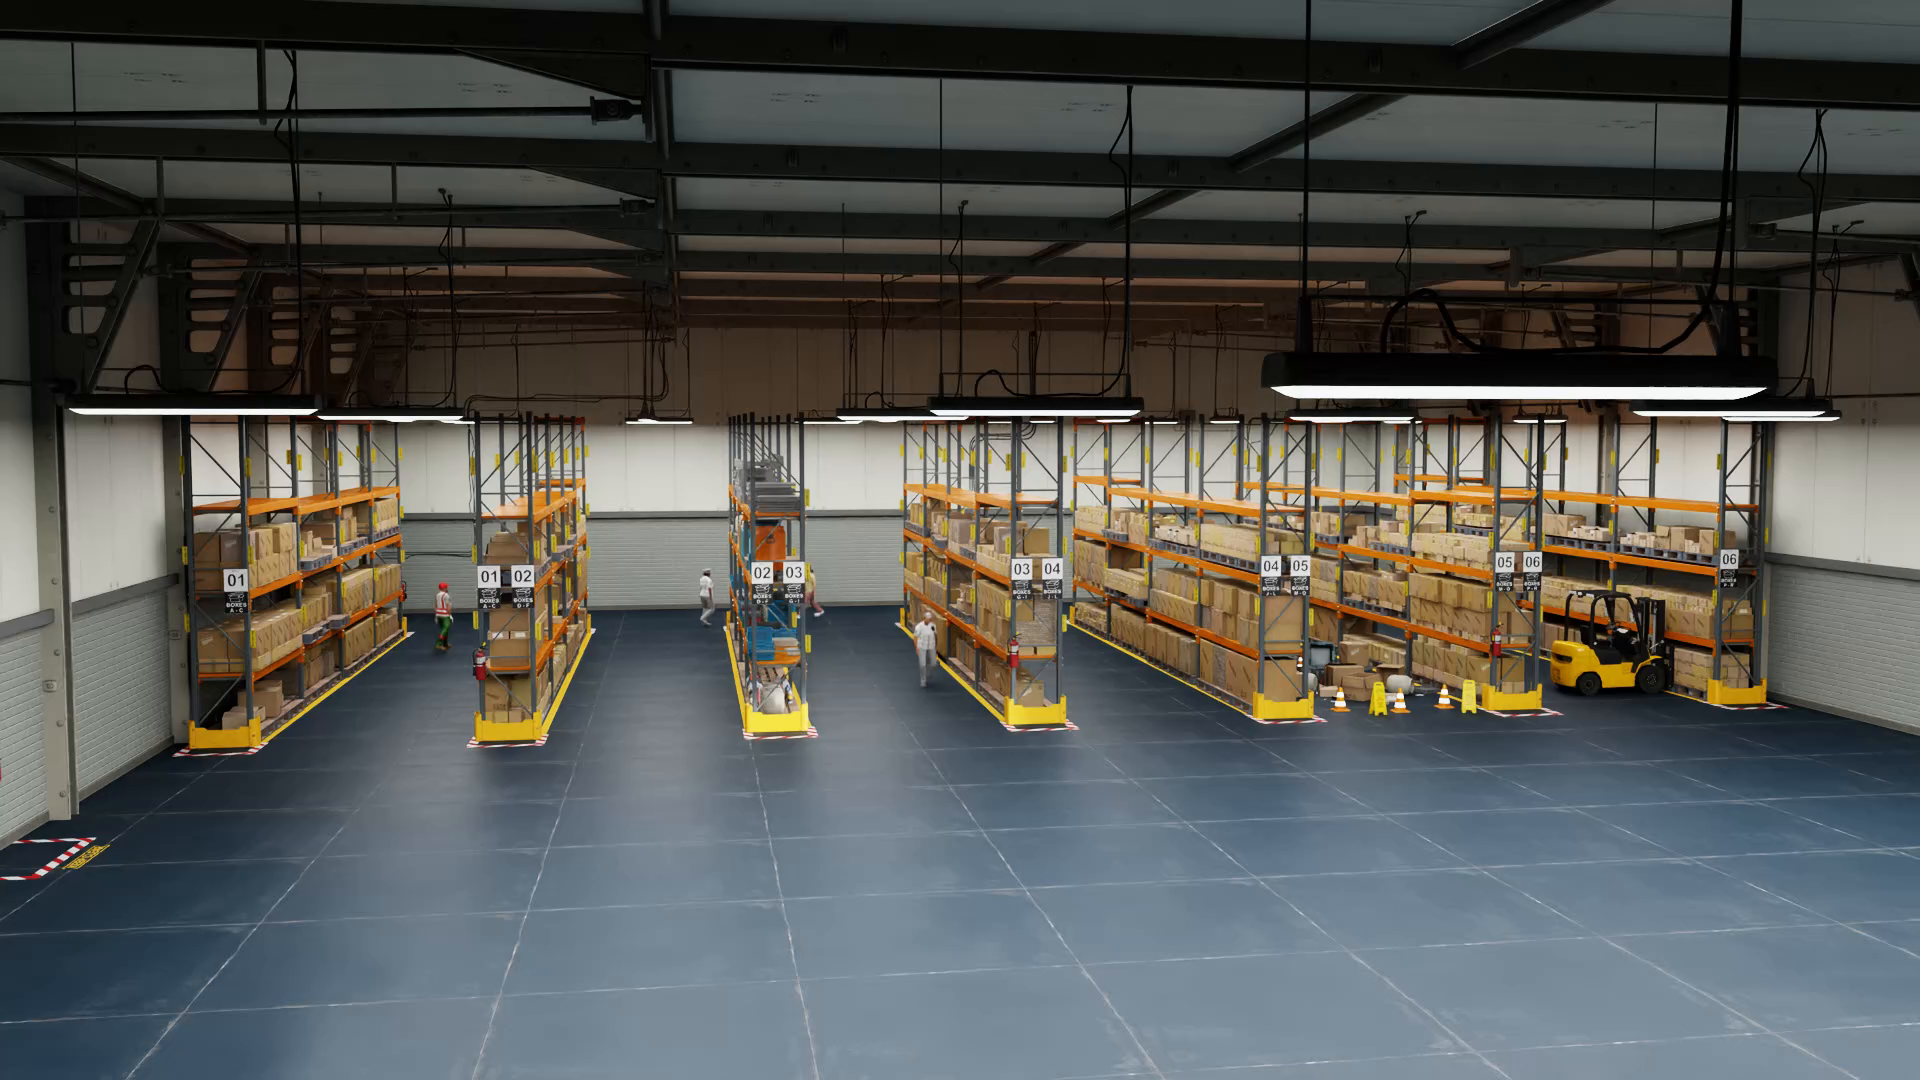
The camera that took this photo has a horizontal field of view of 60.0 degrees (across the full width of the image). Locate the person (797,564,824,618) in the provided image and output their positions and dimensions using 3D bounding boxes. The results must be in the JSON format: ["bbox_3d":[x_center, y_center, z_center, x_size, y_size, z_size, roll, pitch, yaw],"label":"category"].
[{"bbox_3d":[-4.507,1.531,49.724,0.983,1.635,0.475,-3,5,-35],"label":"person"}]

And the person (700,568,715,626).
[{"bbox_3d":[-7.287,1.649,47.728,0.526,1.662,0.574,4,5,43],"label":"person"}]

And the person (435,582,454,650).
[{"bbox_3d":[-13.178,1.959,42.416,0.599,1.771,0.962,2,4,22],"label":"person"}]

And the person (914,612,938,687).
[{"bbox_3d":[-0.769,2.406,36.852,0.555,1.650,0.586,-1,4,-19],"label":"person"}]

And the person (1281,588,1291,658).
[{"bbox_3d":[7.974,2.089,40.839,0.538,1.805,0.604,-1,4,-20],"label":"person"}]
